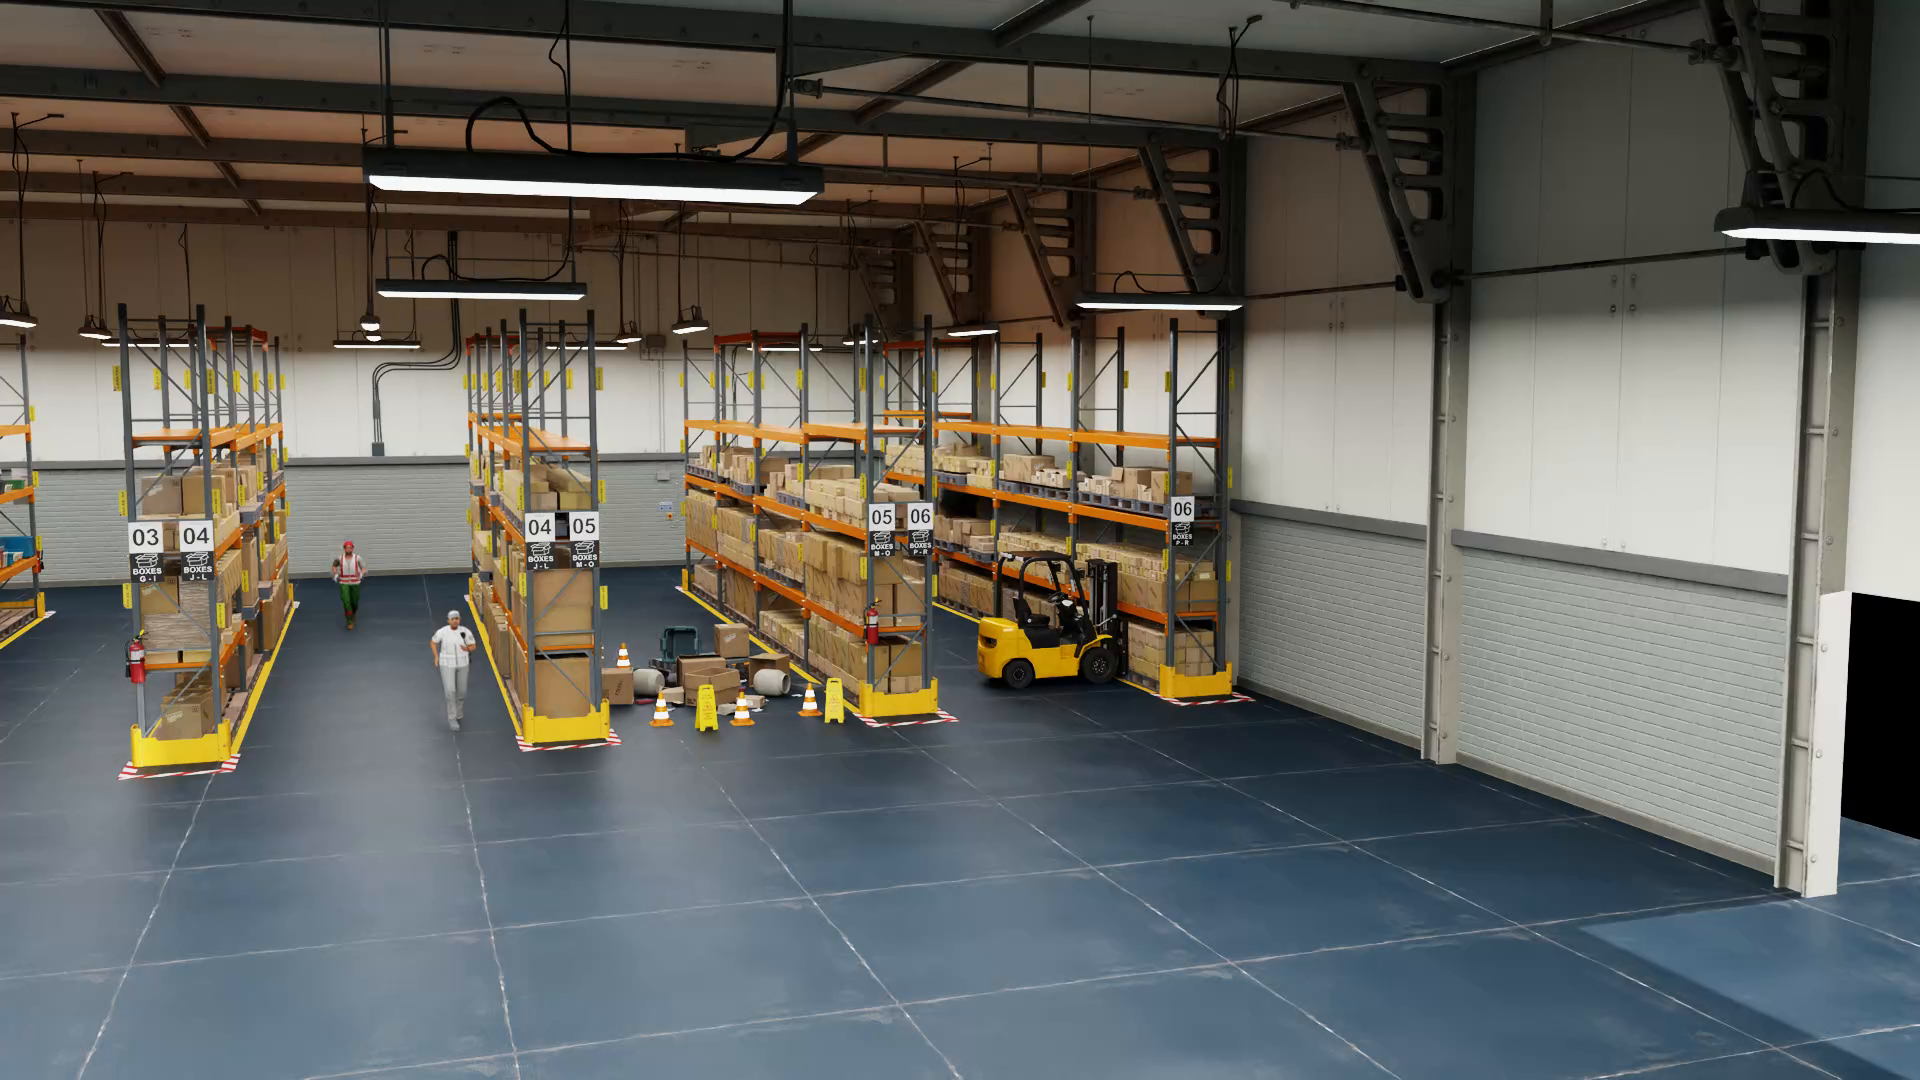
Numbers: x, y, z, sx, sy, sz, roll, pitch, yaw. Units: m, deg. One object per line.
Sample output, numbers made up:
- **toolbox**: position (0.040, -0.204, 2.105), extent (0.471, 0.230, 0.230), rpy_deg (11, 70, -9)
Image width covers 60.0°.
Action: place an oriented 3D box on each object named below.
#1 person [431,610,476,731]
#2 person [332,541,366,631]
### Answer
- **person**: position (-7.363, 1.862, 24.251), extent (0.594, 1.689, 0.877), rpy_deg (-3, 6, -28)
- **person**: position (-12.453, 0.908, 33.917), extent (0.656, 1.786, 0.930), rpy_deg (-2, 6, -21)
